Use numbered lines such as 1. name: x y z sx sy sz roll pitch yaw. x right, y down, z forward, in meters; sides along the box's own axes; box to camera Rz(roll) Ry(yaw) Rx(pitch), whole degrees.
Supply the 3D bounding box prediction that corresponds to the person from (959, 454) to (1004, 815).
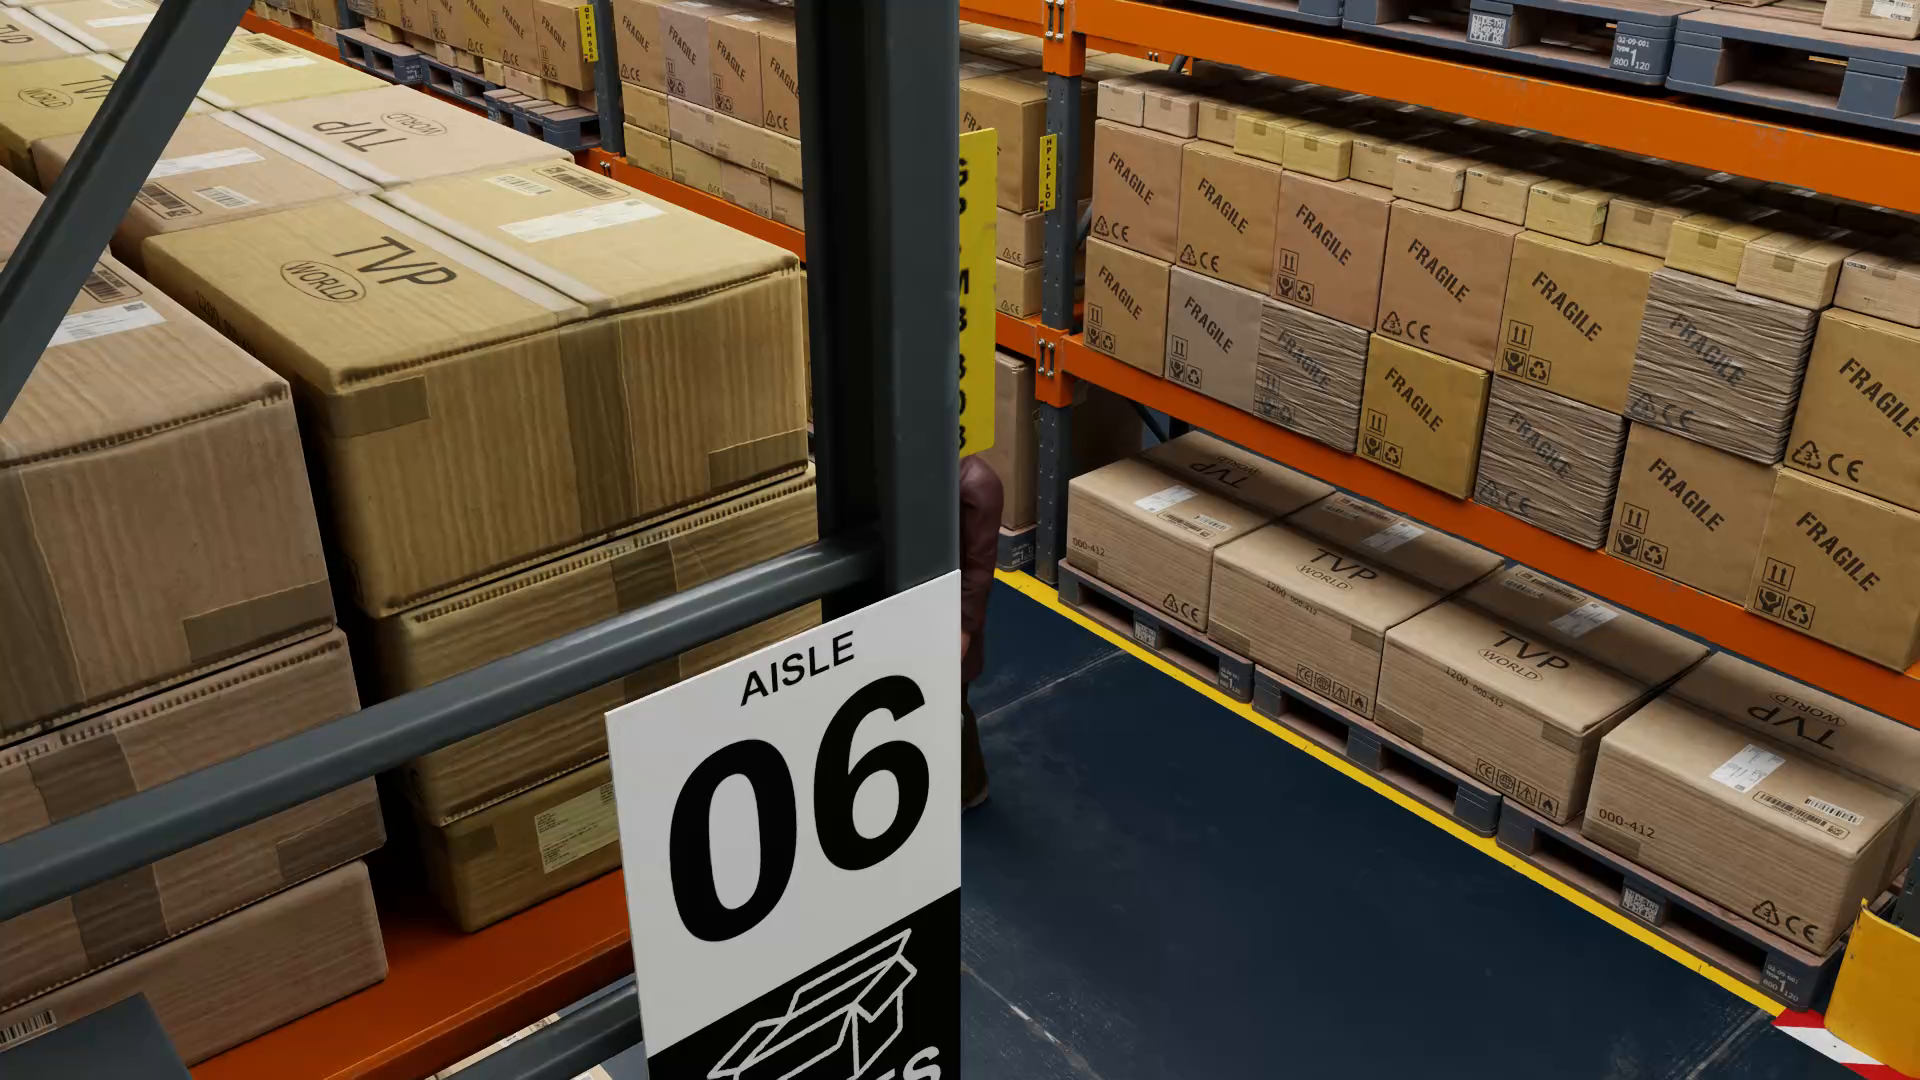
1. person: -0.096 0.255 6.176 0.378 1.765 0.567 -21 34 -34
